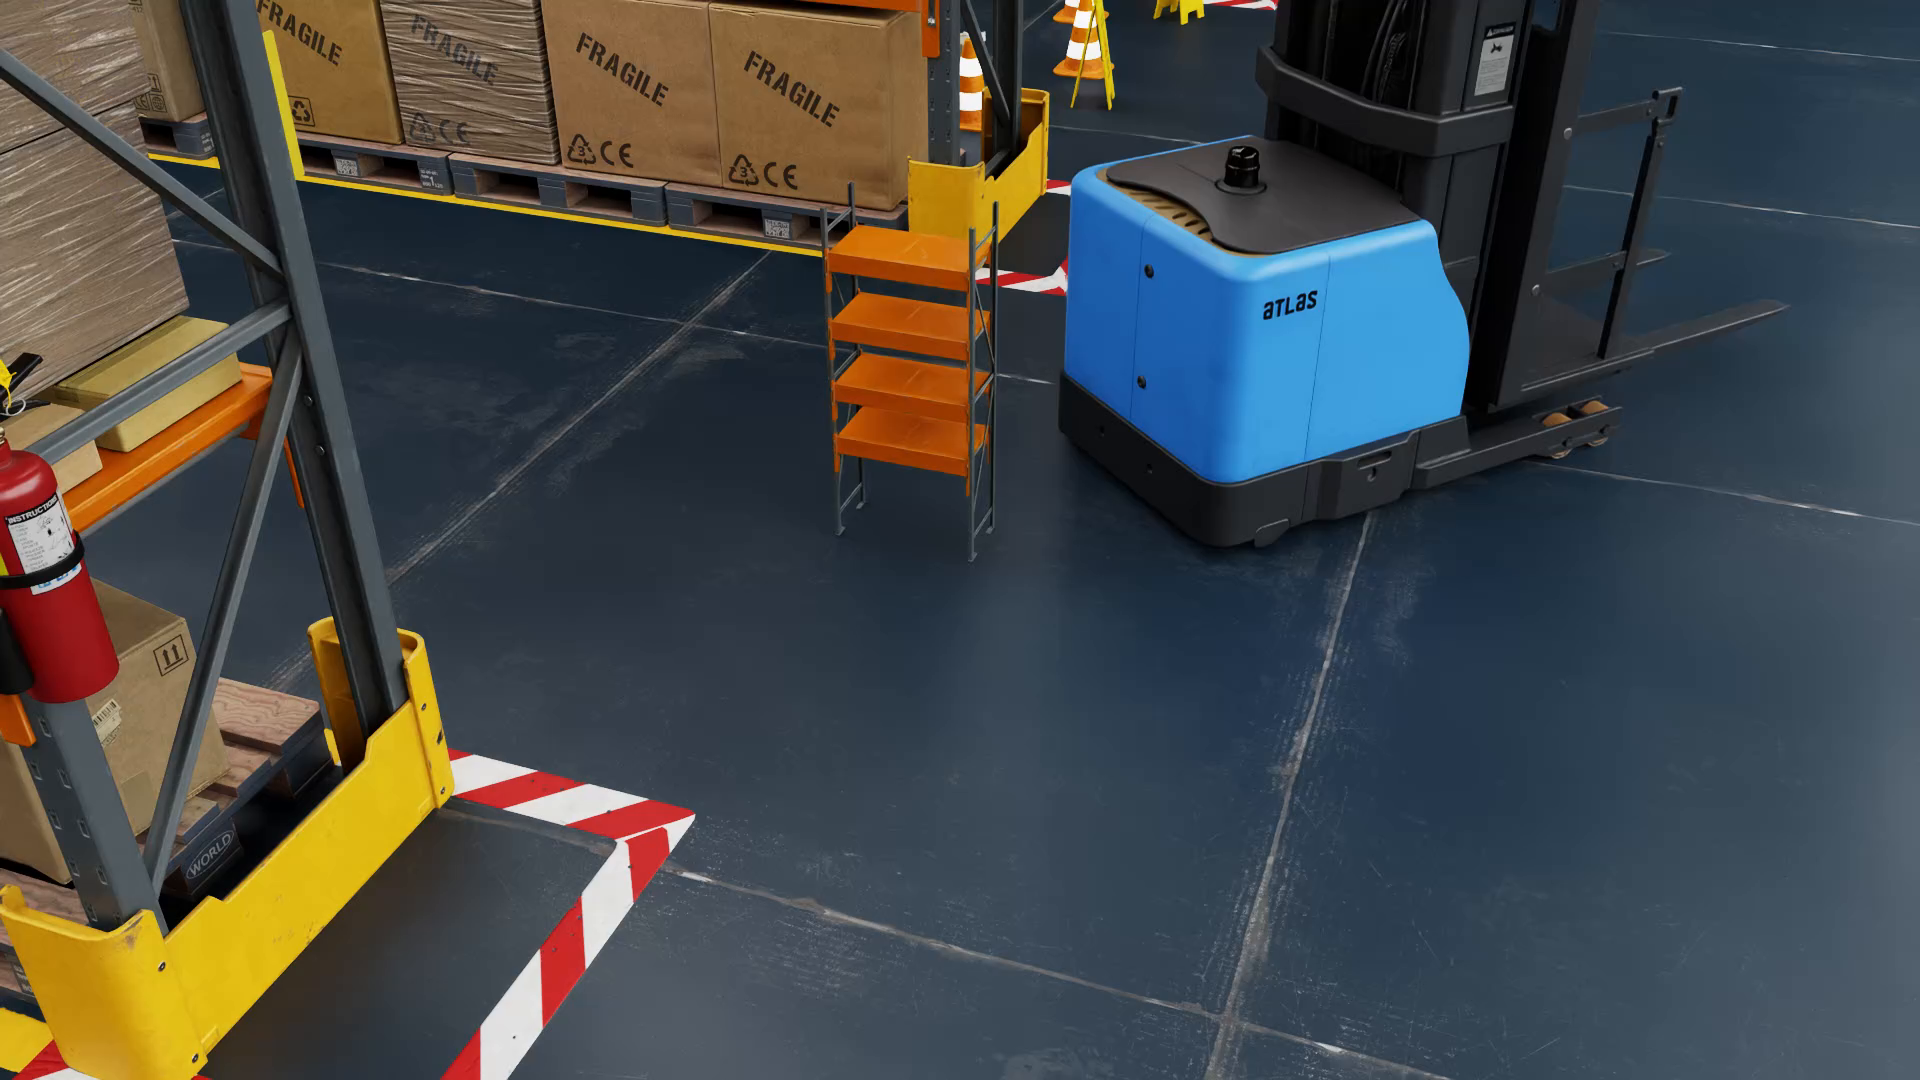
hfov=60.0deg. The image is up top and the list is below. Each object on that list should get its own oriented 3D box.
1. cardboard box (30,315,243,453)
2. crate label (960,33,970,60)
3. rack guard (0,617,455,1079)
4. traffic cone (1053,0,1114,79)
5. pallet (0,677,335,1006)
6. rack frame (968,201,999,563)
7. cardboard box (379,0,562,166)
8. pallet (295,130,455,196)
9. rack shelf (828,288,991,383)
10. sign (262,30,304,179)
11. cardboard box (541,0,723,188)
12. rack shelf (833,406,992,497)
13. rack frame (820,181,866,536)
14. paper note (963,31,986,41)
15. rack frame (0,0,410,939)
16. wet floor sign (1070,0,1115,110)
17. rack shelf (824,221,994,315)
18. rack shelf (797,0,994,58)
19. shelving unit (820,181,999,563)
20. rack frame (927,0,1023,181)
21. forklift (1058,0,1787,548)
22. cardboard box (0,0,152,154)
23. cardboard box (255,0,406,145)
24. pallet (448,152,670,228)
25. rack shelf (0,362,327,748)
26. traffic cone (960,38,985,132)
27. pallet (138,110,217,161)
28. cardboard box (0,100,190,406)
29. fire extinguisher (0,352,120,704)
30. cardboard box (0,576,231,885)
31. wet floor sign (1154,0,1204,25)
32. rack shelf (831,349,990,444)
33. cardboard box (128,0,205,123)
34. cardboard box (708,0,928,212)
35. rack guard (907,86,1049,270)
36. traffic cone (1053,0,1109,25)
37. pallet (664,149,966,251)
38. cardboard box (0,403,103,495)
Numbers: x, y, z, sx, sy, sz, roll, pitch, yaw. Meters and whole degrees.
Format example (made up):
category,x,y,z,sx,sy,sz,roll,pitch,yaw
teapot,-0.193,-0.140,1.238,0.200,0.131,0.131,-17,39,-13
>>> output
category,x,y,z,sx,sy,sz,roll,pitch,yaw
cardboard box,-1.876,-0.368,3.787,0.250,0.149,0.380,11,34,16
crate label,0.000,-3.061,10.364,0.298,0.136,0.250,-6,33,-9
rack guard,-1.759,0.736,4.149,0.348,0.500,1.175,11,34,16
traffic cone,0.761,-3.085,10.102,0.334,0.463,0.336,11,34,16
pallet,-2.512,0.691,4.485,1.213,0.211,1.003,11,34,16
rack frame,0.074,-0.490,5.402,0.015,1.200,0.240,11,34,16
cardboard box,-2.267,-2.516,8.453,0.875,0.875,0.875,11,35,17
pallet,-2.995,-2.195,8.956,1.213,0.211,1.003,11,34,16
rack shelf,-0.156,-0.666,5.387,0.480,0.148,0.258,11,34,16
sign,-1.505,-0.941,3.643,0.005,0.325,0.100,11,34,16
cardboard box,-1.409,-2.348,8.193,0.875,0.875,0.875,10,34,16
rack shelf,-0.156,-0.311,5.616,0.480,0.148,0.258,11,34,16
rack frame,-0.386,-0.579,5.541,0.015,1.200,0.240,11,34,16
paper note,0.094,-3.269,10.786,0.142,0.019,0.148,0,33,0
rack frame,-1.688,-0.300,3.449,0.127,3.000,1.000,11,34,16
wet floor sign,0.776,-2.831,9.539,0.232,0.644,0.267,5,33,8
rack shelf,-0.156,-0.864,5.258,0.480,0.148,0.258,11,34,16
rack shelf,-1.802,-2.878,8.105,4.000,0.370,1.077,11,34,16
shelving unit,-0.156,-0.534,5.471,0.503,1.200,0.258,11,34,16
rack frame,0.081,-2.814,7.343,0.127,3.000,1.000,11,34,16
forklift,1.913,-1.771,5.790,3.031,2.935,1.130,-17,36,-24
cardboard box,-2.114,-1.127,3.442,0.500,0.500,0.500,11,34,16
cardboard box,-3.116,-2.679,8.706,0.875,0.875,0.875,12,35,17
pallet,-1.843,-1.973,8.611,1.213,0.211,1.003,11,34,16
rack shelf,-3.571,-0.364,4.211,4.000,0.370,1.077,11,34,16
traffic cone,0.060,-2.571,9.305,0.334,0.463,0.336,11,34,16
pallet,-4.437,-2.477,9.392,1.213,0.211,1.003,11,34,16
cardboard box,-2.196,-0.582,3.519,0.500,0.500,0.875,11,34,16
fire extinguisher,-1.736,-0.011,3.073,0.183,0.674,0.296,11,34,16
cardboard box,-2.270,0.451,4.203,0.500,0.500,0.500,18,37,25
wet floor sign,1.473,-3.790,11.025,0.232,0.644,0.267,24,40,32
rack shelf,-0.156,-0.478,5.508,0.480,0.148,0.258,11,34,16
cardboard box,-4.300,-2.845,9.078,0.750,0.750,1.050,11,34,16
cardboard box,-0.580,-2.188,7.945,0.875,0.875,0.875,11,35,17
rack guard,0.103,-1.760,8.014,0.348,0.500,1.175,11,34,16
traffic cone,0.816,-3.714,11.076,0.334,0.463,0.336,11,34,16
pallet,-0.698,-1.749,8.264,1.213,0.211,1.003,11,34,16
cardboard box,-2.026,-0.141,3.435,0.250,0.149,0.380,11,34,16
